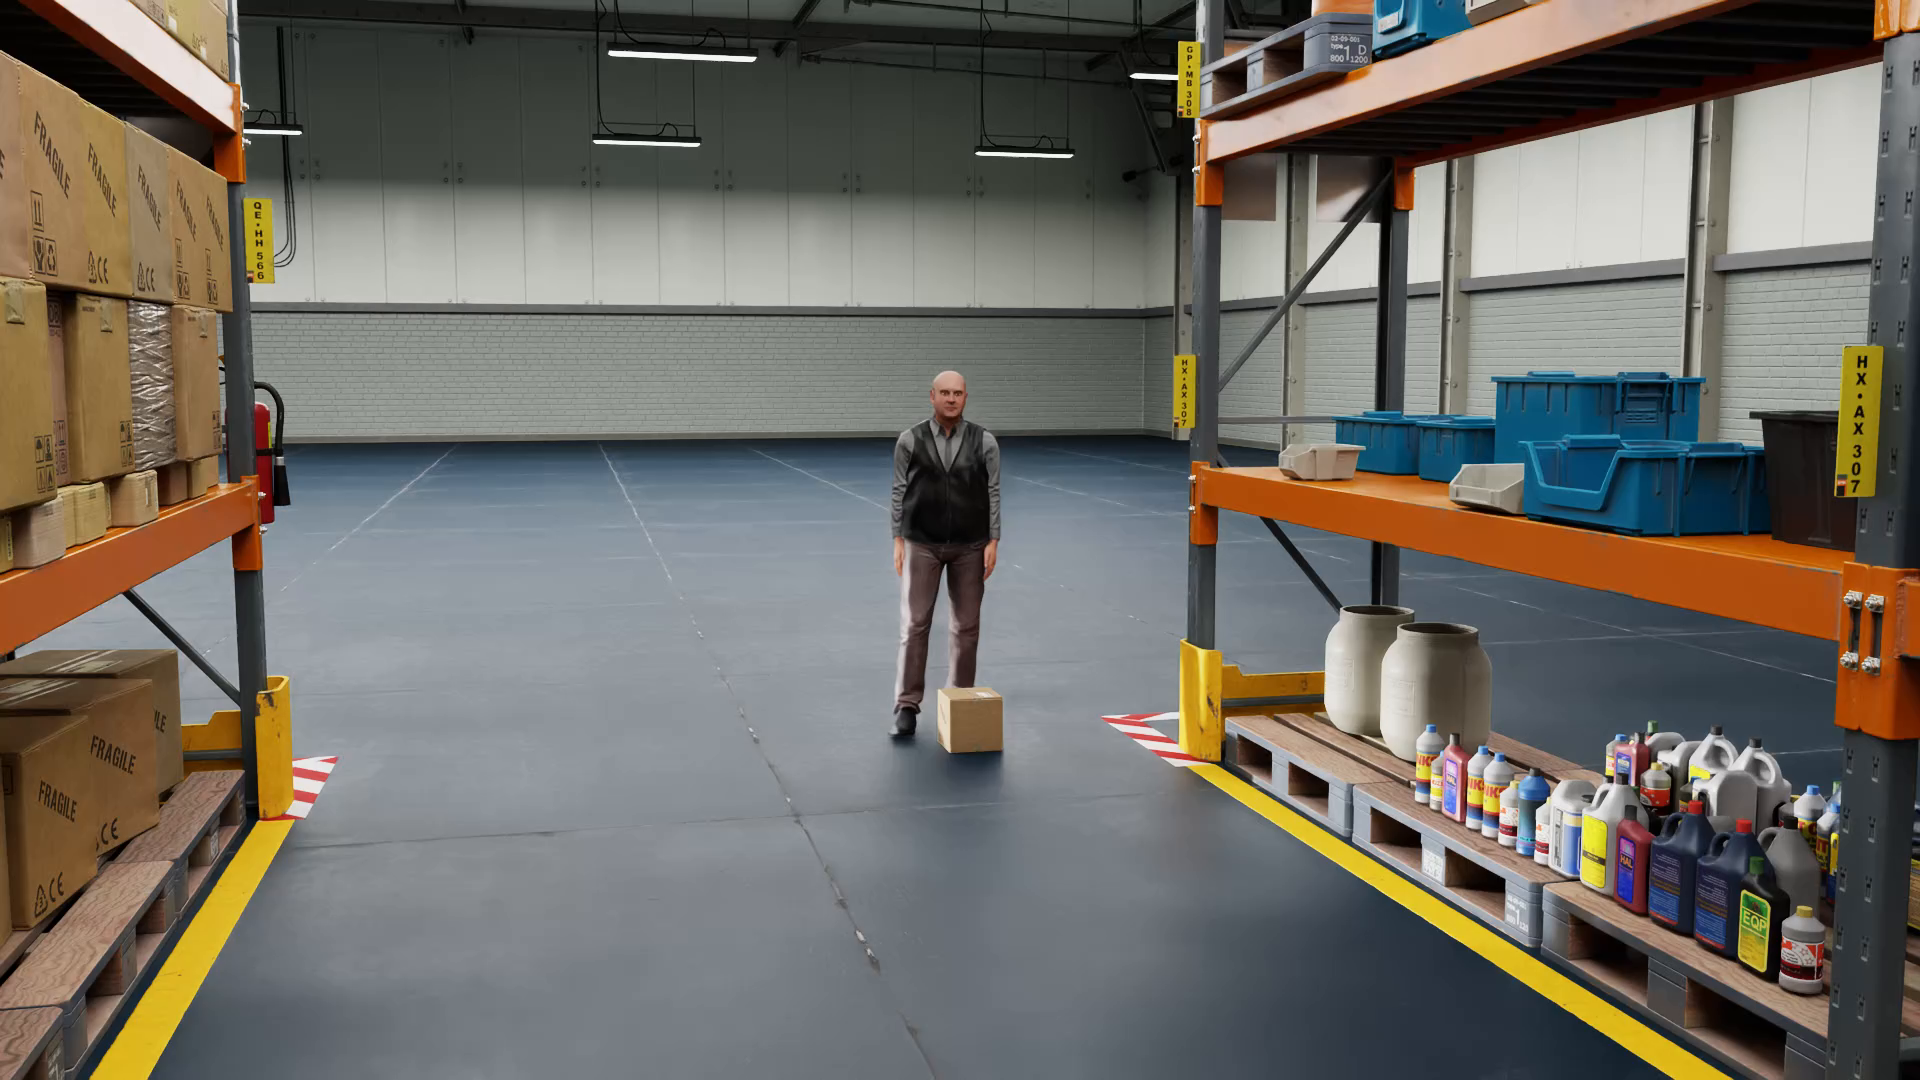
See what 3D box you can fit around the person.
[{"bbox_3d":[-0.075,0.056,7.962,0.568,1.721,0.603,-1,6,-5],"label":"person"}]
